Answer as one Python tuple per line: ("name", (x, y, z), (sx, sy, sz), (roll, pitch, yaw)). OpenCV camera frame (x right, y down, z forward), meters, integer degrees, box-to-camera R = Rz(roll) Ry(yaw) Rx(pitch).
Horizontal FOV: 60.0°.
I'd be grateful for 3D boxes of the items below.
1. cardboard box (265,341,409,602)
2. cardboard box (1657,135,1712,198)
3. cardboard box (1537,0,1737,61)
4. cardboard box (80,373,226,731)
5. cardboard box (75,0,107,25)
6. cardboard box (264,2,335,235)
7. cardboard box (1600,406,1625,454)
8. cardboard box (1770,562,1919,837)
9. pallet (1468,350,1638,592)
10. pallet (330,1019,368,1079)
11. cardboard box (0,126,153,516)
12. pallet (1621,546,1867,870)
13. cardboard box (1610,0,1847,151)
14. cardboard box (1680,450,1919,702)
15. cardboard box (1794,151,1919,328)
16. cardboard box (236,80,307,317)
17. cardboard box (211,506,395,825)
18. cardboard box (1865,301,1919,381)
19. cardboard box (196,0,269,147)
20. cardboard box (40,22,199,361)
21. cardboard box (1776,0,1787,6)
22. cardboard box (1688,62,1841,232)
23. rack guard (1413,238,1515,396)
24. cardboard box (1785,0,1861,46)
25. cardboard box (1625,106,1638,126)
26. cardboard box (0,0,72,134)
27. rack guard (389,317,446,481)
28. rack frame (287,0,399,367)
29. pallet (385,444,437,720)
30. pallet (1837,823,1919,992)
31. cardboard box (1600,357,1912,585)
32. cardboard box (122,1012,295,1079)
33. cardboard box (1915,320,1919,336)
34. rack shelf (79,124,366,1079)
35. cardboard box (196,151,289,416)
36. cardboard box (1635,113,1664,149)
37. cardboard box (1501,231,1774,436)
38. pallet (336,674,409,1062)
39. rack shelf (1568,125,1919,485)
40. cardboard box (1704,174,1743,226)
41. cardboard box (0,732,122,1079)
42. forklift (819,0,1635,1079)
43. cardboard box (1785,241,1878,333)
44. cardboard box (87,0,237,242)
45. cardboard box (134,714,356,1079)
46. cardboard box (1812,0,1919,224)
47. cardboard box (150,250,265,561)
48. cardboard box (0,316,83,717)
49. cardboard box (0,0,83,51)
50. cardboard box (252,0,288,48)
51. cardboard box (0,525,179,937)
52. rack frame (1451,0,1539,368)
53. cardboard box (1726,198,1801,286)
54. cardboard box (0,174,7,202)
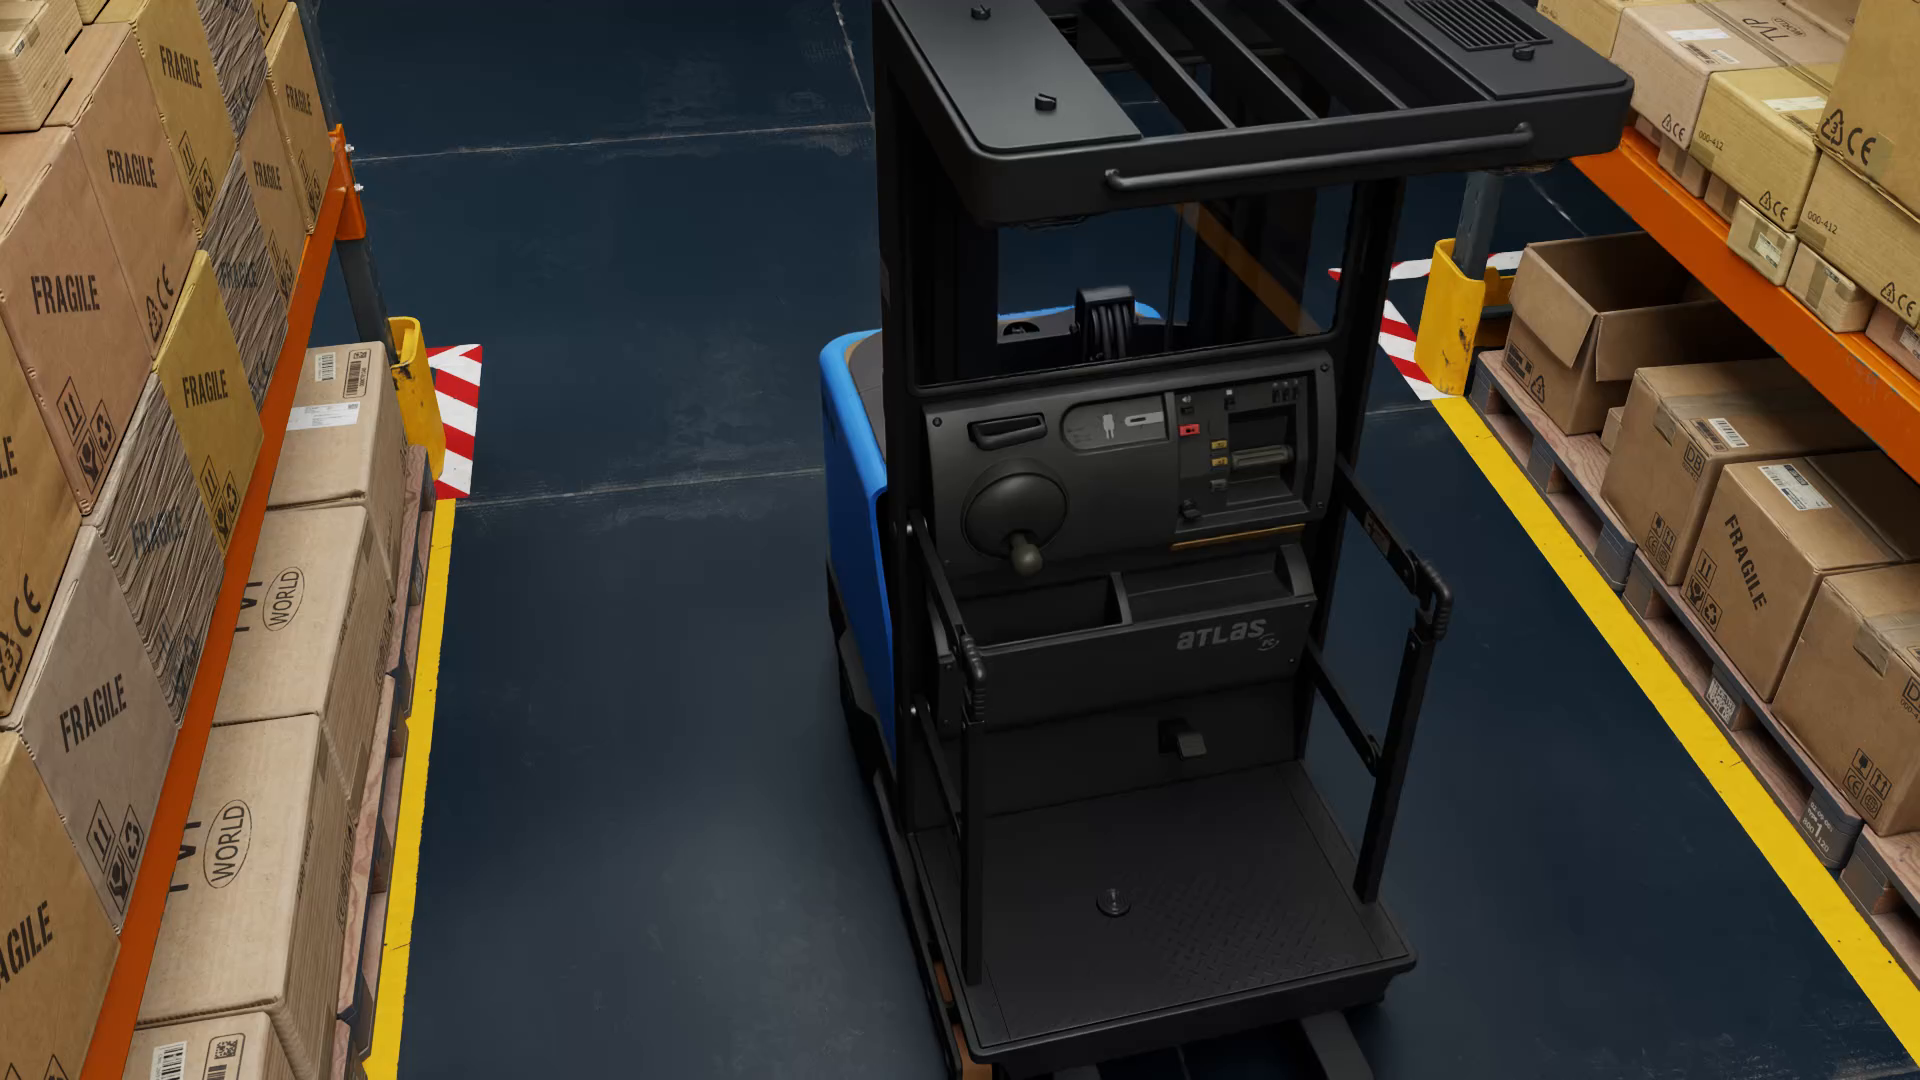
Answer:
("cardboard box", (-2.265, -0.182, 5.285), (0.875, 0.438, 0.875), (-7, 38, -9))
("cardboard box", (2.349, -1.162, 5.005), (0.380, 0.149, 0.250), (-5, 38, -7))
("cardboard box", (2.222, -1.707, 5.382), (0.500, 0.250, 0.500), (-6, 38, -8))
("cardboard box", (-1.767, 0.044, 3.167), (0.500, 0.500, 0.500), (-6, 38, -8))
("cardboard box", (-1.941, -1.146, 3.355), (0.380, 0.149, 0.250), (-5, 38, -7))
("cardboard box", (-2.134, -1.193, 4.759), (0.500, 0.500, 0.500), (-6, 38, -8))
("cardboard box", (2.458, -0.352, 5.739), (0.380, 0.149, 0.250), (-8, 38, -10))
("cardboard box", (2.715, 0.396, 4.490), (0.700, 0.500, 0.500), (-8, 38, -10))
("pallet", (2.561, -0.323, 5.994), (1.003, 0.211, 1.213), (-6, 38, -8))
("pallet", (-1.834, 1.634, 3.475), (1.003, 0.211, 1.213), (-6, 38, -8))
("cardboard box", (-1.784, -0.364, 2.877), (0.500, 0.500, 0.500), (-6, 38, -7))
("pallet", (2.772, 0.412, 5.048), (1.003, 0.211, 1.213), (-6, 38, -8))
("cardboard box", (2.310, -1.403, 4.990), (0.500, 0.250, 0.500), (-6, 38, -7))
("cardboard box", (2.527, 0.099, 4.872), (0.500, 0.500, 0.500), (-6, 38, -7))
("cardboard box", (2.513, -0.790, 4.202), (0.500, 0.250, 0.500), (-7, 38, -9))
("cardboard box", (-2.060, -0.888, 4.366), (0.500, 0.500, 0.500), (-7, 38, -9))
("cardboard box", (-2.096, 0.370, 4.575), (0.875, 0.438, 0.875), (-5, 38, -7))
("cardboard box", (2.551, -0.536, 4.200), (0.380, 0.149, 0.250), (-6, 38, -8))
("cardboard box", (-2.039, -1.272, 4.046), (0.500, 0.500, 0.500), (-6, 38, -8))
("cardboard box", (-1.869, -0.669, 3.270), (0.500, 0.500, 0.500), (-6, 38, -8))
("cardboard box", (2.749, -1.761, 5.452), (0.500, 0.250, 0.500), (-5, 38, -7))
("cardboard box", (2.402, -1.097, 4.597), (0.500, 0.250, 0.500), (-7, 38, -9))
("rack guard", (2.421, -0.919, 6.525), (1.175, 0.500, 0.348), (-6, 38, -8))
("cardboard box", (2.839, -1.449, 5.050), (0.500, 0.250, 0.500), (-6, 38, -8))
("cardboard box", (2.285, -1.476, 5.410), (0.380, 0.149, 0.250), (-5, 38, -7))
("cardboard box", (-1.826, -0.831, 2.949), (0.380, 0.149, 0.250), (-6, 38, -8))
("rack guard", (-2.483, -0.443, 5.913), (1.175, 0.500, 0.348), (-6, 38, -8))
("rack frame", (-2.479, -1.416, 5.128), (1.000, 3.000, 0.127), (-6, 38, -8))
("pallet", (-2.262, 0.160, 5.372), (1.003, 0.211, 1.213), (-6, 38, -8))
("pallet", (2.989, 1.150, 4.097), (1.003, 0.211, 1.213), (-6, 38, -8))
("cardboard box", (2.533, -0.231, 5.297), (0.700, 0.500, 0.500), (-5, 38, -6))
("cardboard box", (-1.782, 1.455, 3.178), (0.875, 0.438, 0.875), (-7, 38, -9))
("cardboard box", (2.602, -0.479, 3.802), (0.500, 0.250, 0.500), (-6, 38, -8))
("rack shelf", (-2.128, 0.076, 3.793), (1.077, 0.370, 4.000), (-6, 38, -8))
("cardboard box", (-1.961, -0.578, 3.968), (0.500, 0.500, 0.500), (-5, 38, -7))
("cardboard box", (2.365, -1.321, 5.210), (0.380, 0.149, 0.250), (-7, 38, -9))
("cardboard box", (2.421, -0.752, 5.966), (0.797, 0.503, 0.637), (-8, 38, -10))
("pallet", (-2.051, 0.895, 4.426), (1.003, 0.211, 1.213), (-6, 38, -8))
("rack shelf", (2.758, -0.460, 4.483), (1.077, 0.370, 4.000), (-6, 38, -8))
("cardboard box", (2.402, -1.002, 4.800), (0.380, 0.149, 0.250), (-6, 38, -7))
("cardboard box", (-1.602, 0.649, 2.388), (0.500, 0.500, 0.500), (-5, 38, -6))
("forklift", (0.439, -0.092, 3.479), (1.130, 2.935, 3.031), (-9, 39, -11))
("cardboard box", (2.438, -0.684, 4.391), (0.380, 0.149, 0.250), (-5, 38, -7))
("cardboard box", (-1.956, -0.973, 3.661), (0.500, 0.500, 0.500), (-6, 38, -8))
("cardboard box", (-1.939, 0.915, 3.874), (0.875, 0.438, 0.875), (-7, 38, -9))
("cardboard box", (2.485, -1.097, 3.986), (0.500, 0.500, 0.500), (-5, 38, -7))
("cardboard box", (-1.857, -0.268, 3.568), (0.500, 0.500, 0.500), (-5, 38, -7))
("cardboard box", (-1.705, -0.054, 2.478), (0.500, 0.500, 0.500), (-7, 38, -9))
("cardboard box", (-1.913, -0.986, 3.149), (0.380, 0.149, 0.250), (-5, 38, -6))
("cardboard box", (-2.160, -1.585, 4.448), (0.500, 0.500, 0.500), (-5, 38, -6))
("cardboard box", (-1.686, 0.345, 2.780), (0.500, 0.500, 0.500), (-6, 38, -8))
("rack frame", (2.407, -1.952, 5.818), (1.000, 3.000, 0.127), (-6, 38, -8))
("cardboard box", (2.372, -0.841, 4.593), (0.380, 0.149, 0.250), (-7, 38, -9))
("cardboard box", (-1.726, -0.532, 2.565), (0.380, 0.149, 0.250), (-7, 38, -9))
